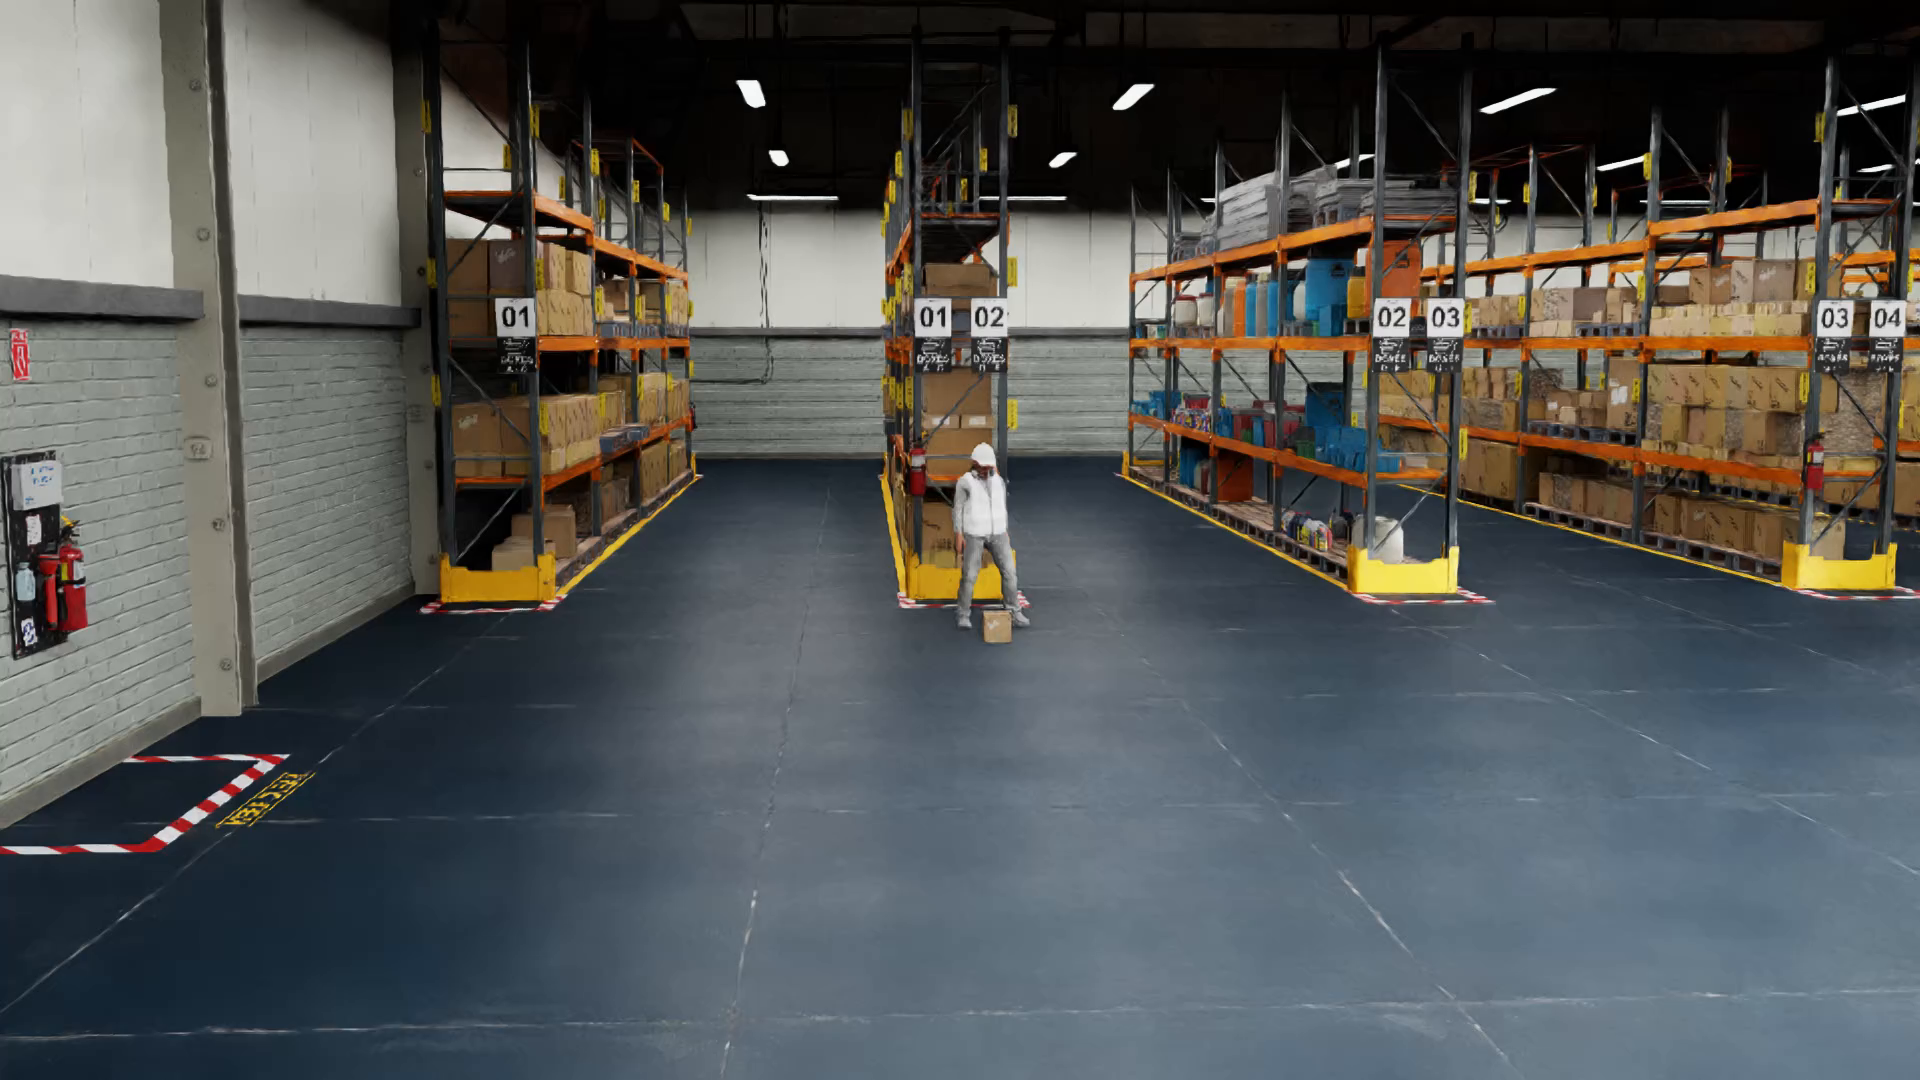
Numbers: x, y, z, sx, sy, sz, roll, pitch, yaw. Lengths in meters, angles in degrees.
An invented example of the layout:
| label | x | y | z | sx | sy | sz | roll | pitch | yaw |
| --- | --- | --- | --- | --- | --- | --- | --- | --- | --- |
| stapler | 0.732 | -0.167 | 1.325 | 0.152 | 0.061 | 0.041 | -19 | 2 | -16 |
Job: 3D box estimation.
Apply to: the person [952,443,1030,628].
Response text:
| label | x | y | z | sx | sy | sz | roll | pitch | yaw |
| --- | --- | --- | --- | --- | --- | --- | --- | --- | --- |
| person | 0.288 | -0.053 | 15.922 | 0.689 | 1.763 | 0.474 | -3 | 8 | -26 |
